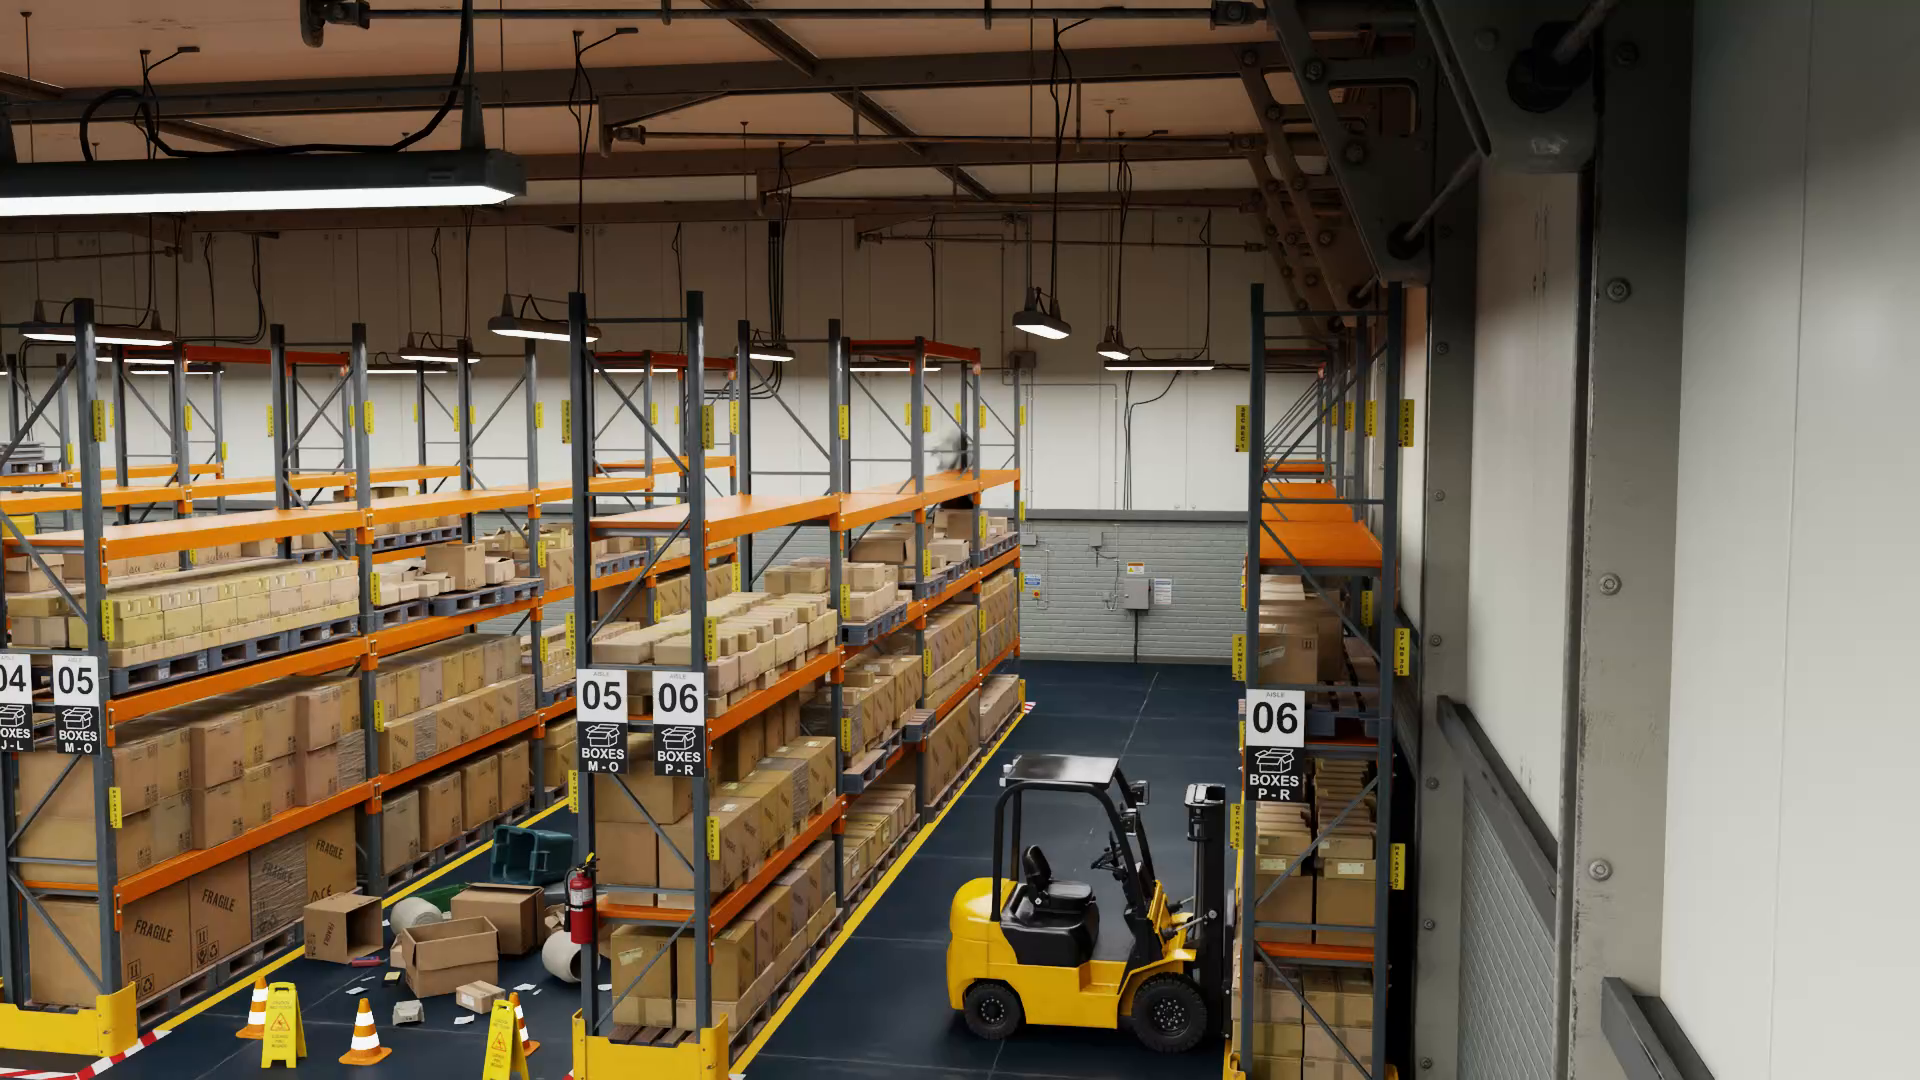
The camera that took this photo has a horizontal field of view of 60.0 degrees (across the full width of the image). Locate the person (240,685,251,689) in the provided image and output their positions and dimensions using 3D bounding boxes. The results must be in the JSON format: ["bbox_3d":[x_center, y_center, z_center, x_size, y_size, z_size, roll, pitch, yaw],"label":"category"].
[{"bbox_3d":[-8.944,2.590,20.968,0.652,1.834,0.774,0,5,3],"label":"person"}]
